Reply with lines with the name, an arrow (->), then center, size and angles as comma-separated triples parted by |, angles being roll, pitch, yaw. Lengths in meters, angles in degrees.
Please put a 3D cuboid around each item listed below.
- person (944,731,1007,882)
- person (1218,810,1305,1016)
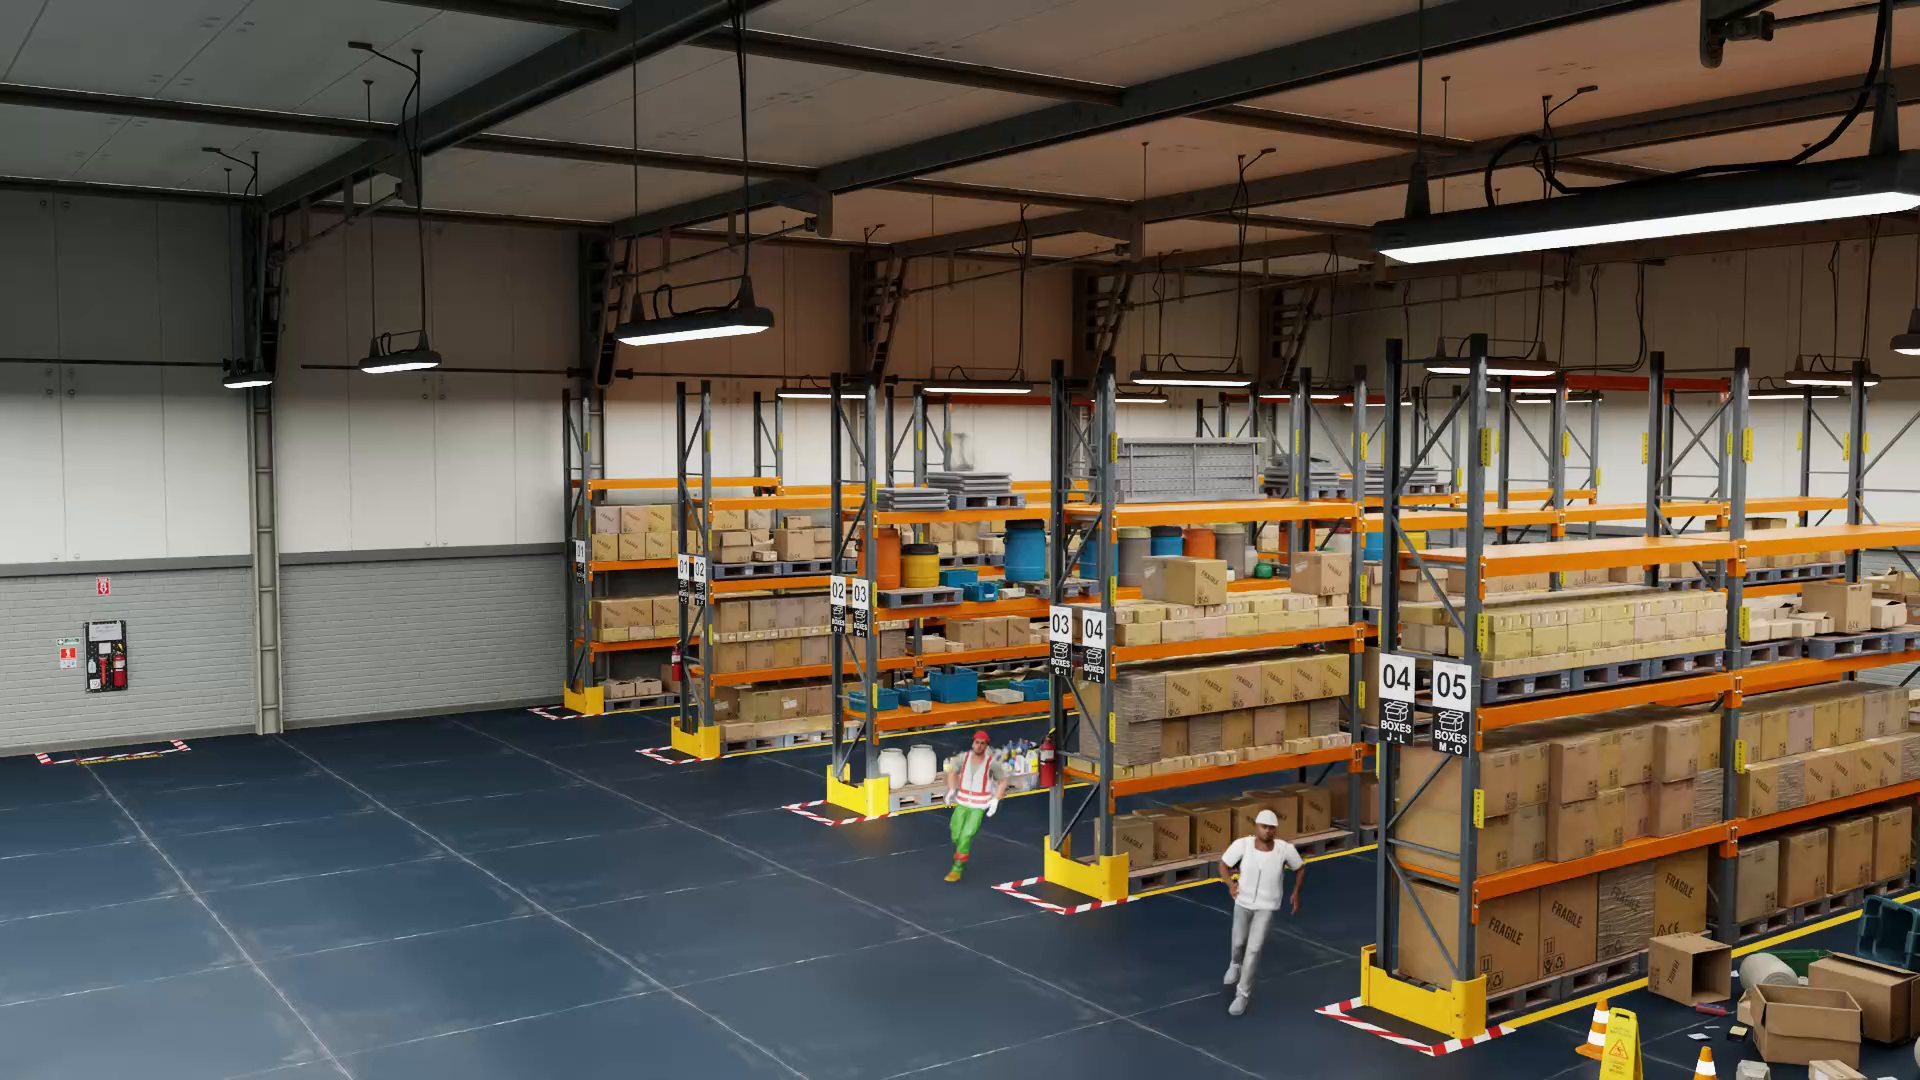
person -> 0.176, 3.067, 19.283 | 0.705, 1.716, 0.701 | 1, 4, 16
person -> 2.694, 3.313, 15.040 | 0.758, 1.752, 0.956 | 1, 4, 20
